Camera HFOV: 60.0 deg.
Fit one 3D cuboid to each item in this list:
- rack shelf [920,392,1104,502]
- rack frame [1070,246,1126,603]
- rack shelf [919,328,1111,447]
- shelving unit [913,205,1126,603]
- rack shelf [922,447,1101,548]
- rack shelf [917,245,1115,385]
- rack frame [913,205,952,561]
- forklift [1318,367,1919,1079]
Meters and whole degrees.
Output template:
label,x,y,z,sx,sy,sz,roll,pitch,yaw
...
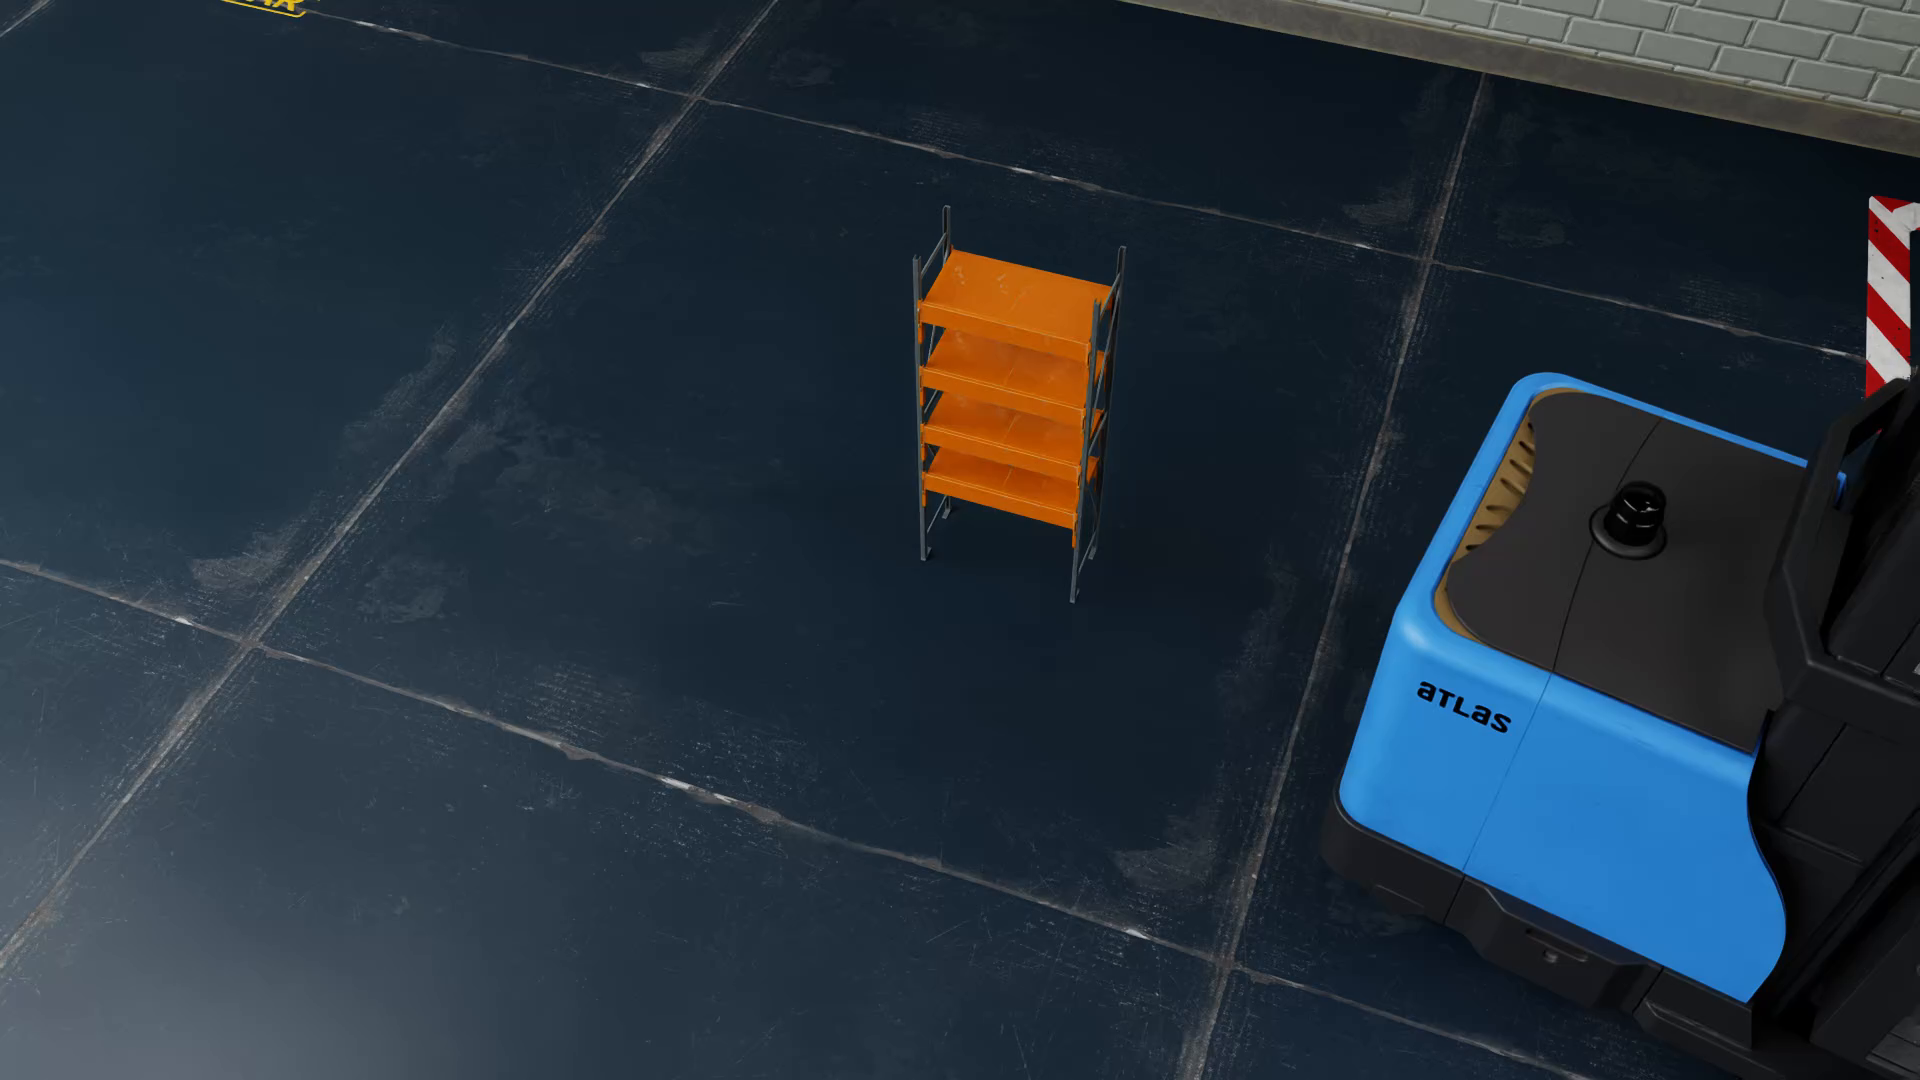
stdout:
label,x,y,z,sx,sy,sz,roll,pitch,yaw
rack shelf,0.155,-0.306,4.810,0.480,0.148,0.258,16,51,13
rack frame,0.384,-0.286,4.704,0.015,1.200,0.240,16,51,13
rack shelf,0.155,-0.452,4.641,0.480,0.148,0.258,16,51,13
shelving unit,0.155,-0.350,4.759,0.503,1.200,0.258,16,51,13
rack shelf,0.155,-0.176,4.960,0.480,0.148,0.258,16,51,13
rack shelf,0.155,-0.607,4.462,0.480,0.148,0.258,16,51,13
rack frame,-0.074,-0.414,4.814,0.015,1.200,0.240,16,51,13
forklift,2.492,0.170,3.163,3.031,2.935,1.130,24,53,19
